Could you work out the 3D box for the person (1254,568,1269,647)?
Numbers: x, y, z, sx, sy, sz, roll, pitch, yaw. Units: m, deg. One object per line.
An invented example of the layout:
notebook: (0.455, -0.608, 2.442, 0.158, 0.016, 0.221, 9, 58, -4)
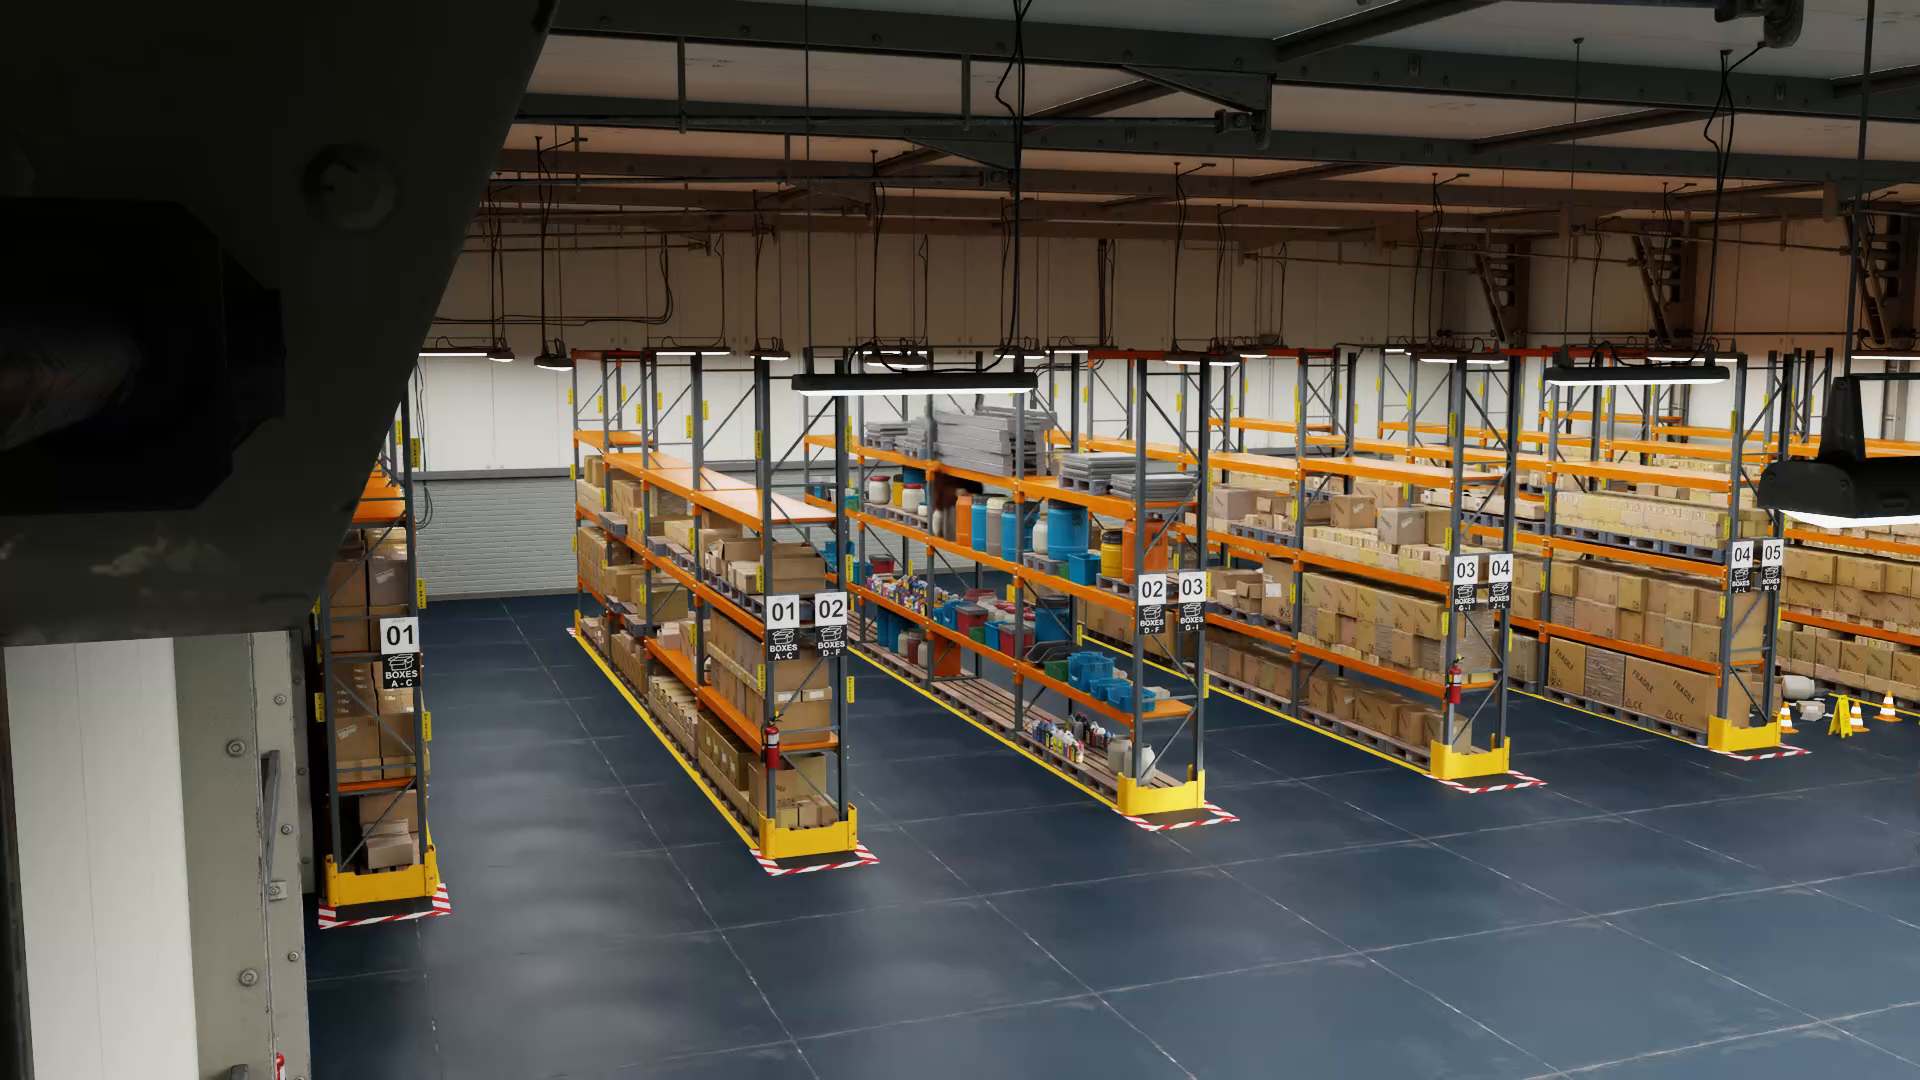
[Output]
person: (5.934, 1.413, 32.802, 0.669, 1.742, 0.625, -4, 8, -27)
